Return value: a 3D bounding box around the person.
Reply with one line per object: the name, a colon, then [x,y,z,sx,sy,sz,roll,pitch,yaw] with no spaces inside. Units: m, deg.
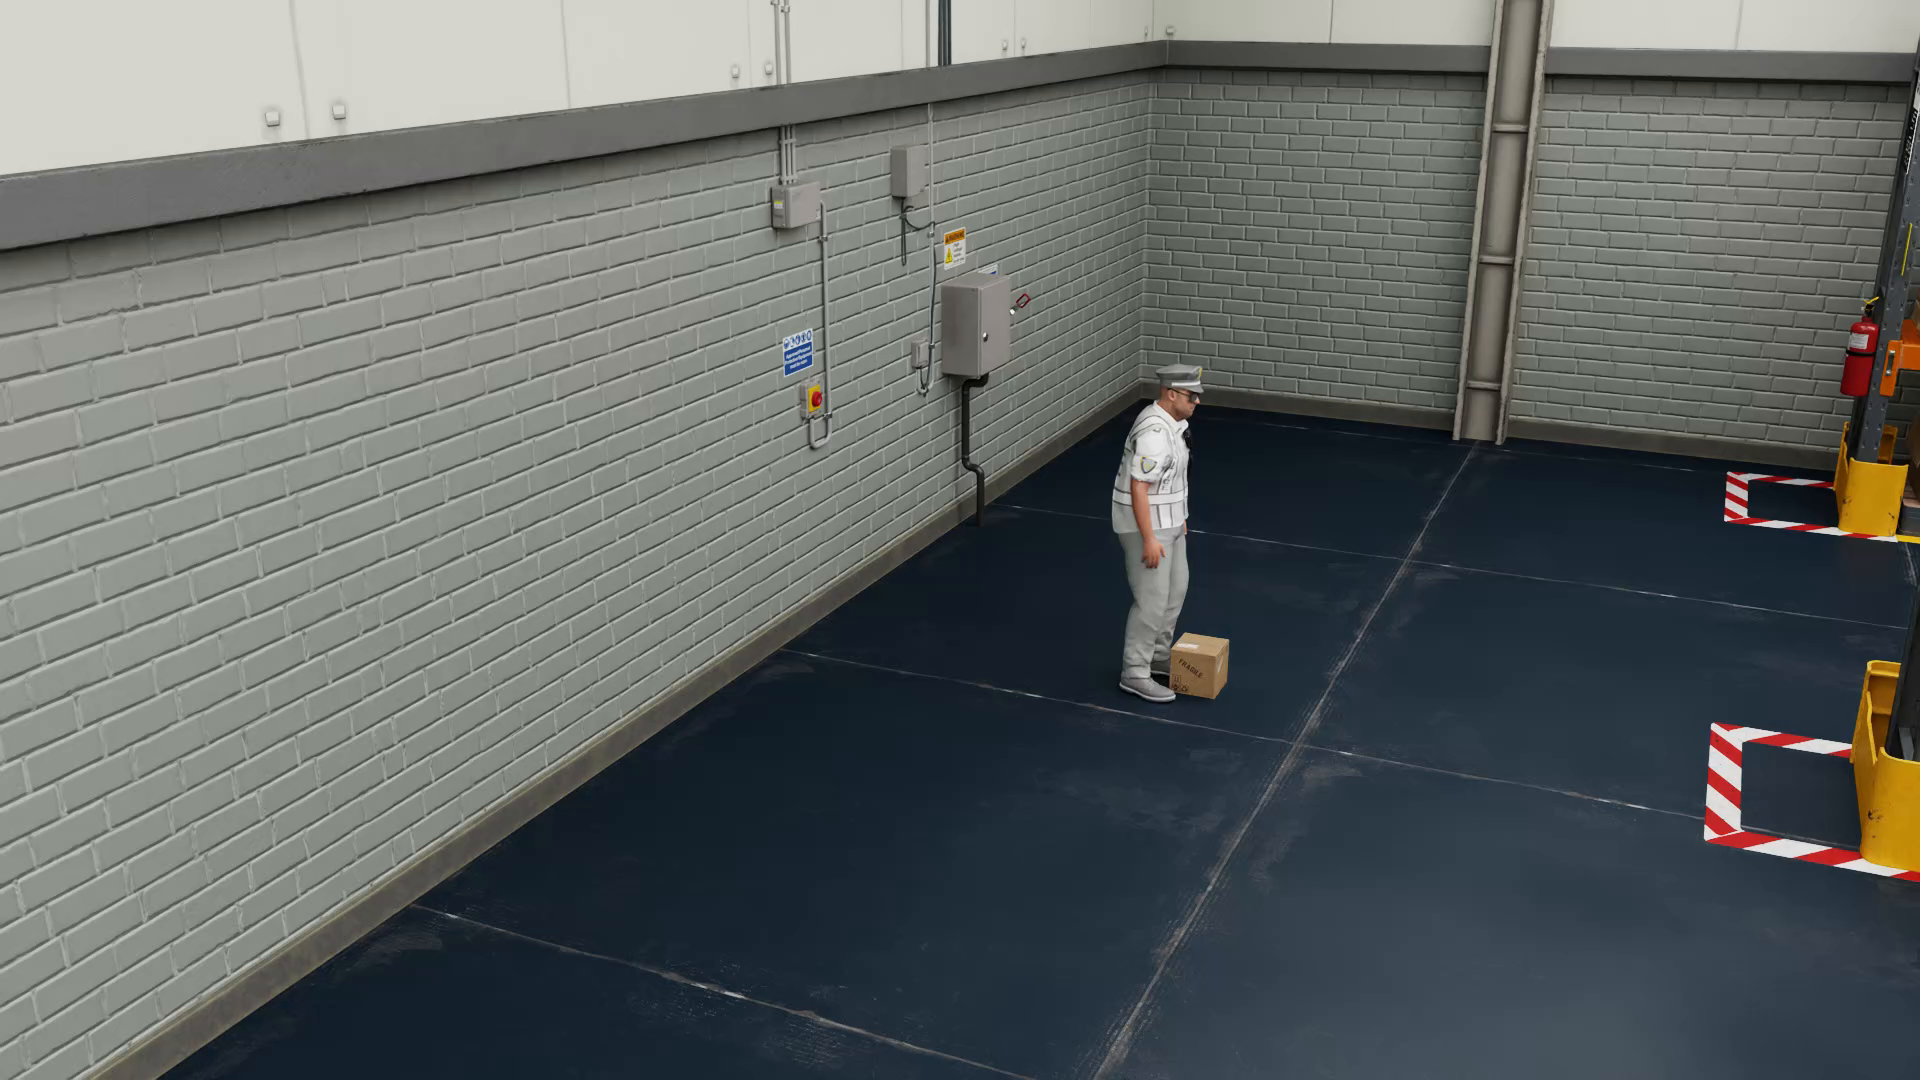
person: [1.047,-0.070,8.757,0.467,1.748,0.594,8,20,22]
